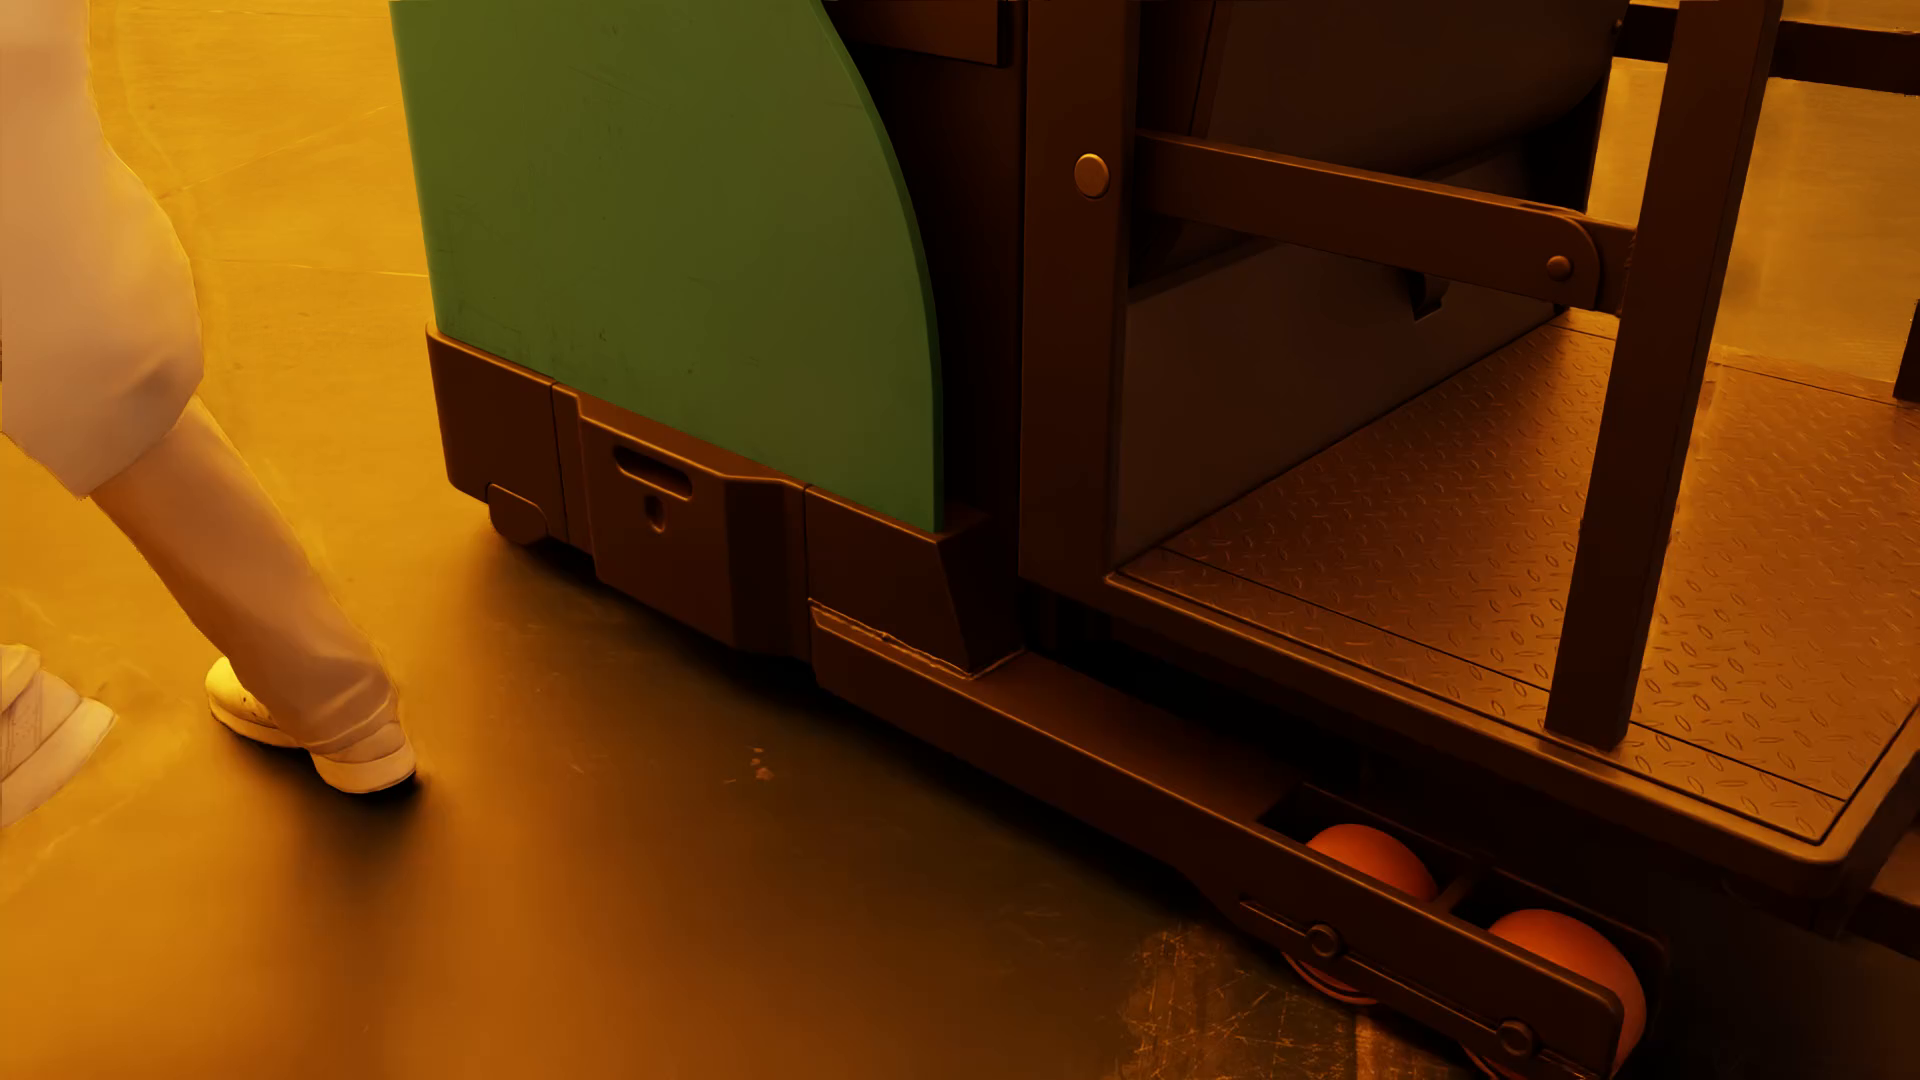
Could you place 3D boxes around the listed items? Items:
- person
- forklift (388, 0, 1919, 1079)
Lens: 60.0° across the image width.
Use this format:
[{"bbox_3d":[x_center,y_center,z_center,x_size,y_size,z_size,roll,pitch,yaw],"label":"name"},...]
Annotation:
[{"bbox_3d":[-0.987,-0.334,1.396,0.757,1.599,0.854,18,32,32],"label":"person"},{"bbox_3d":[0.650,-1.071,1.370,3.031,2.935,1.130,22,34,37],"label":"forklift"}]
